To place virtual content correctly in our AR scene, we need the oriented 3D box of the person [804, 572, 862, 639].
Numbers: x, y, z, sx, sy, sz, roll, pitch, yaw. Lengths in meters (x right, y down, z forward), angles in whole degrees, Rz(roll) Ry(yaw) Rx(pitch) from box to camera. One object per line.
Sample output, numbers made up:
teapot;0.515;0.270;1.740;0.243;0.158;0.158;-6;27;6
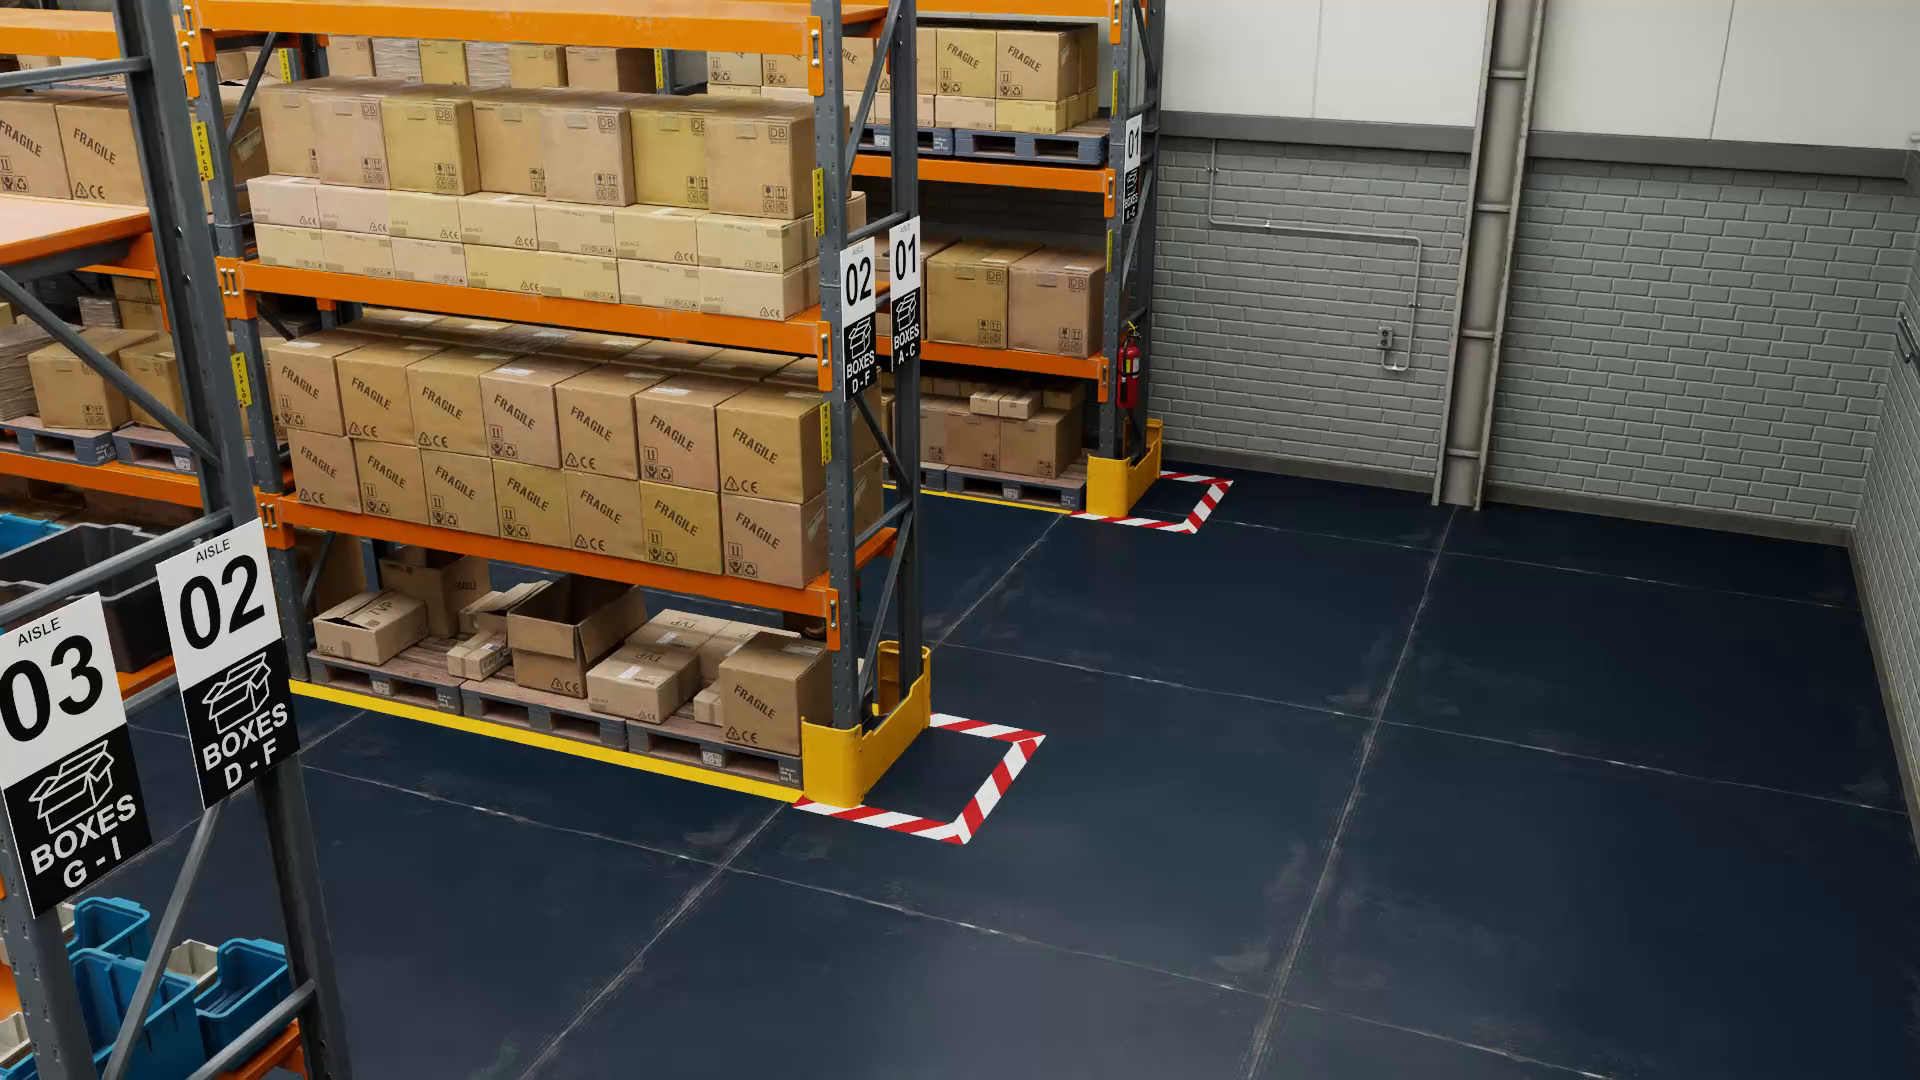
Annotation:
person;-0.882;-0.187;11.376;0.451;1.779;0.607;9;24;20
